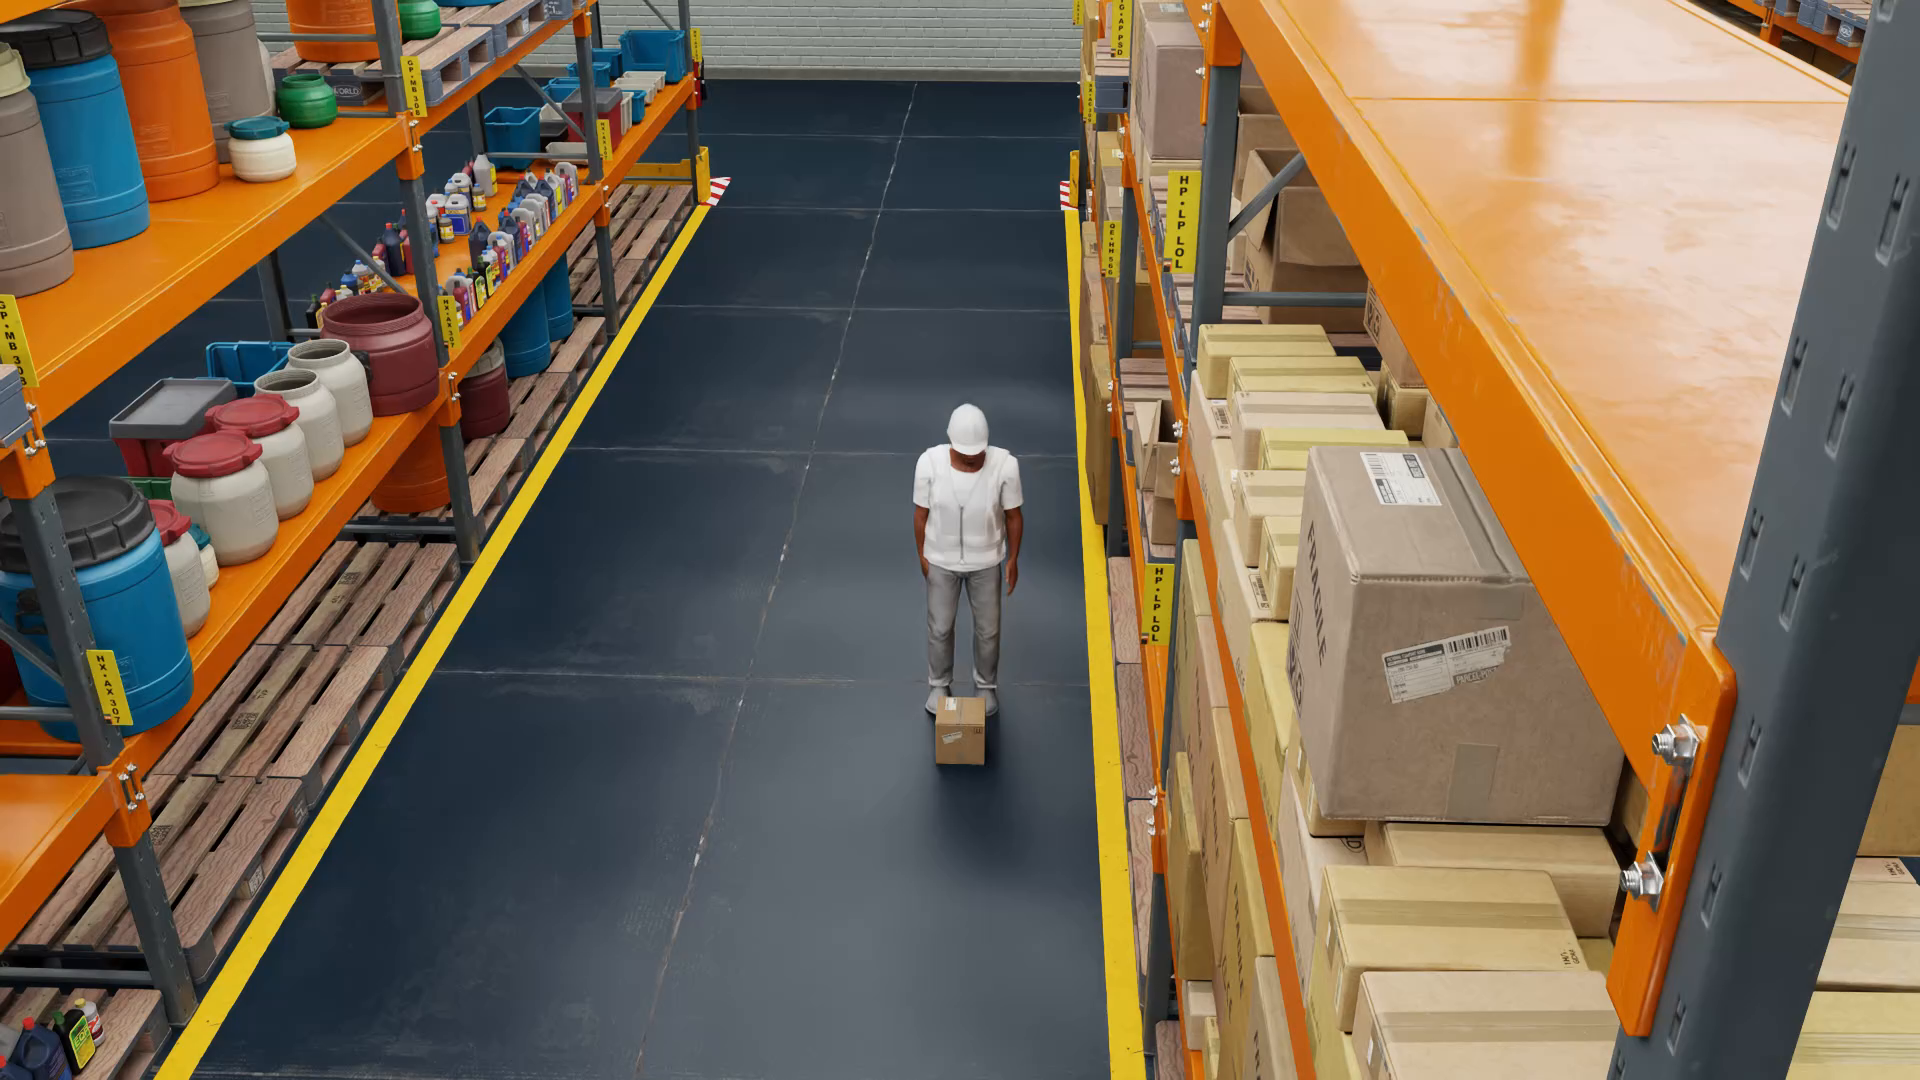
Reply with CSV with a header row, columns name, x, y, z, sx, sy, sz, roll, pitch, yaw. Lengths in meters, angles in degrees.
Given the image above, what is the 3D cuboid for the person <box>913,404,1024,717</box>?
name,x,y,z,sx,sy,sz,roll,pitch,yaw
person,0.040,0.101,8.653,0.571,1.758,0.379,2,28,3
